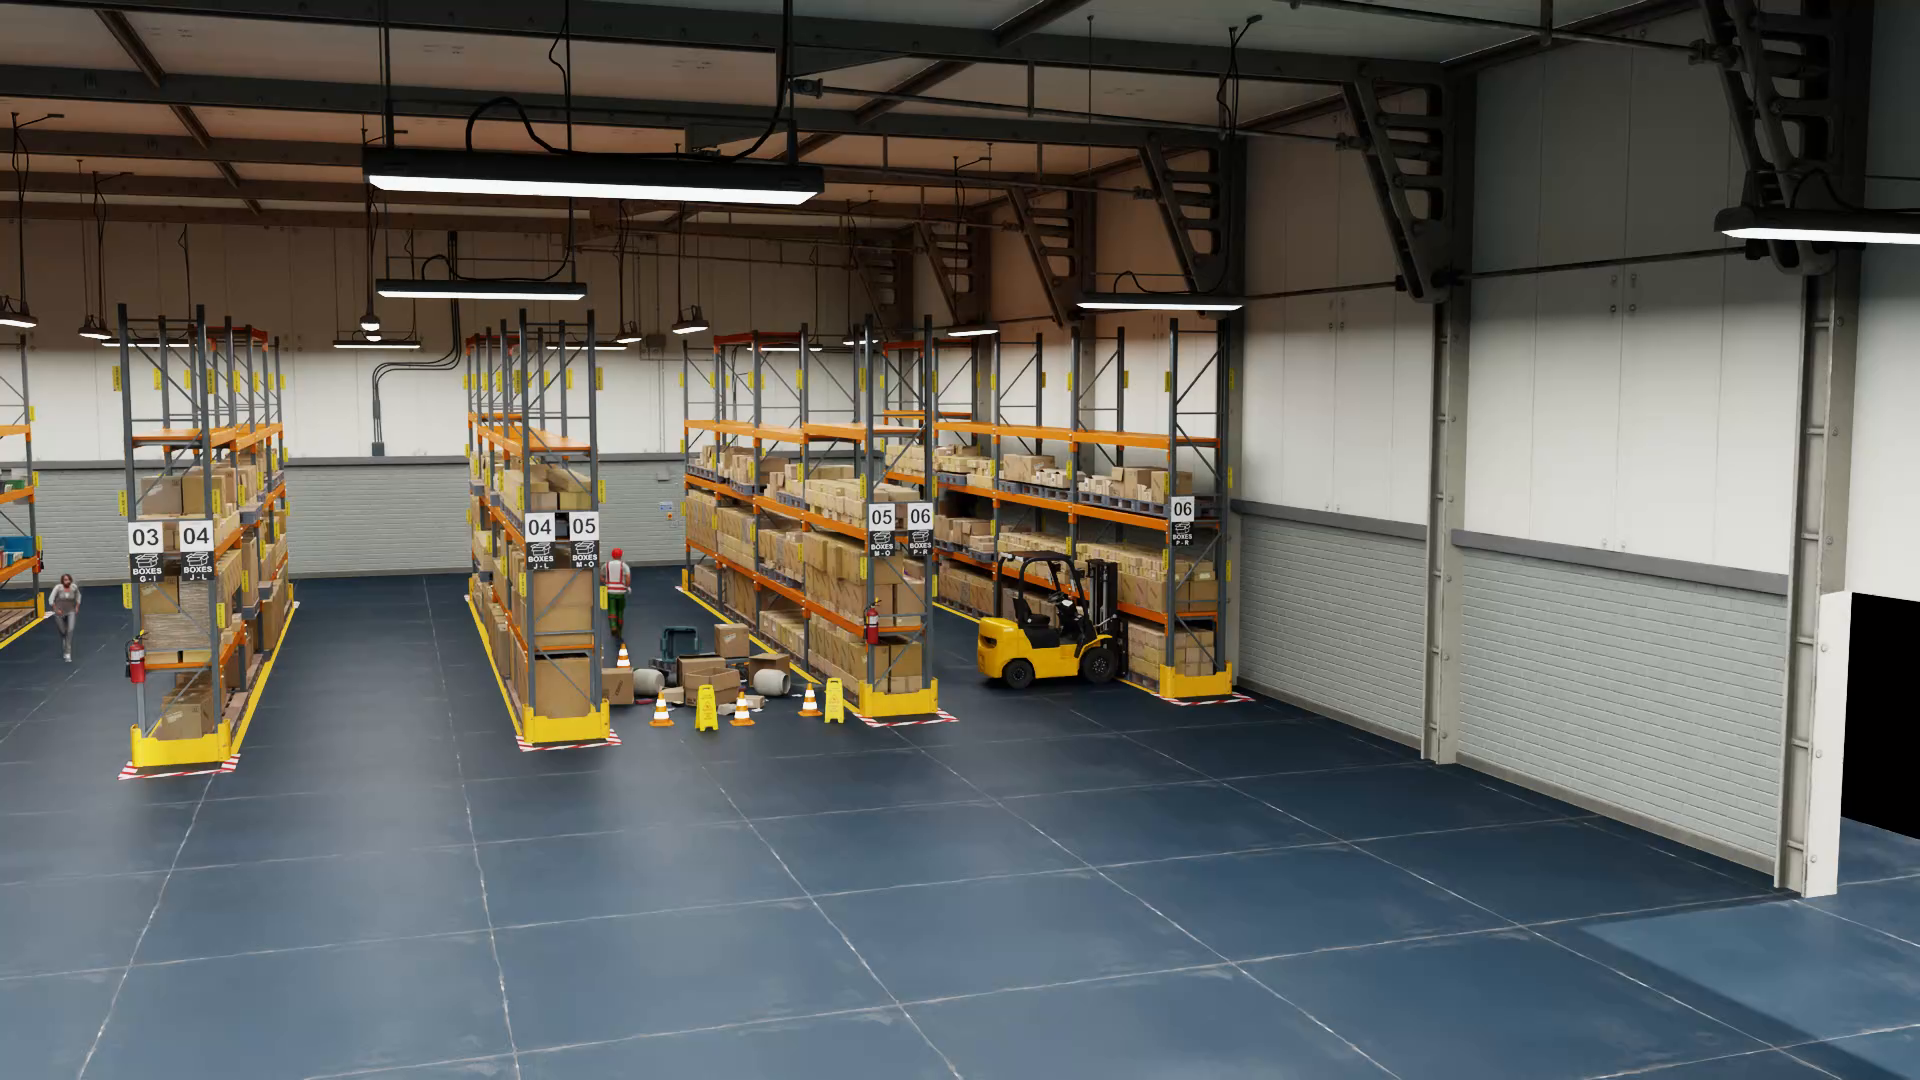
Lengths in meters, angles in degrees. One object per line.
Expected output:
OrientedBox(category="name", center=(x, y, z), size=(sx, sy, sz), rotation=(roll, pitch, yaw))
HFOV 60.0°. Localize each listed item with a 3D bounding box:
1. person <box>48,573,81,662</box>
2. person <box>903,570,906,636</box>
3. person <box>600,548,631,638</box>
OrientedBox(category="person", center=(-16.241, 1.373, 30.199), size=(0.531, 1.586, 0.950), rotation=(-3, 6, -29))
OrientedBox(category="person", center=(-1.333, 1.133, 31.812), size=(0.688, 1.734, 0.633), rotation=(-2, 6, -16))
OrientedBox(category="person", center=(-6.692, 1.064, 32.202), size=(0.643, 1.814, 0.854), rotation=(-1, 5, -6))
